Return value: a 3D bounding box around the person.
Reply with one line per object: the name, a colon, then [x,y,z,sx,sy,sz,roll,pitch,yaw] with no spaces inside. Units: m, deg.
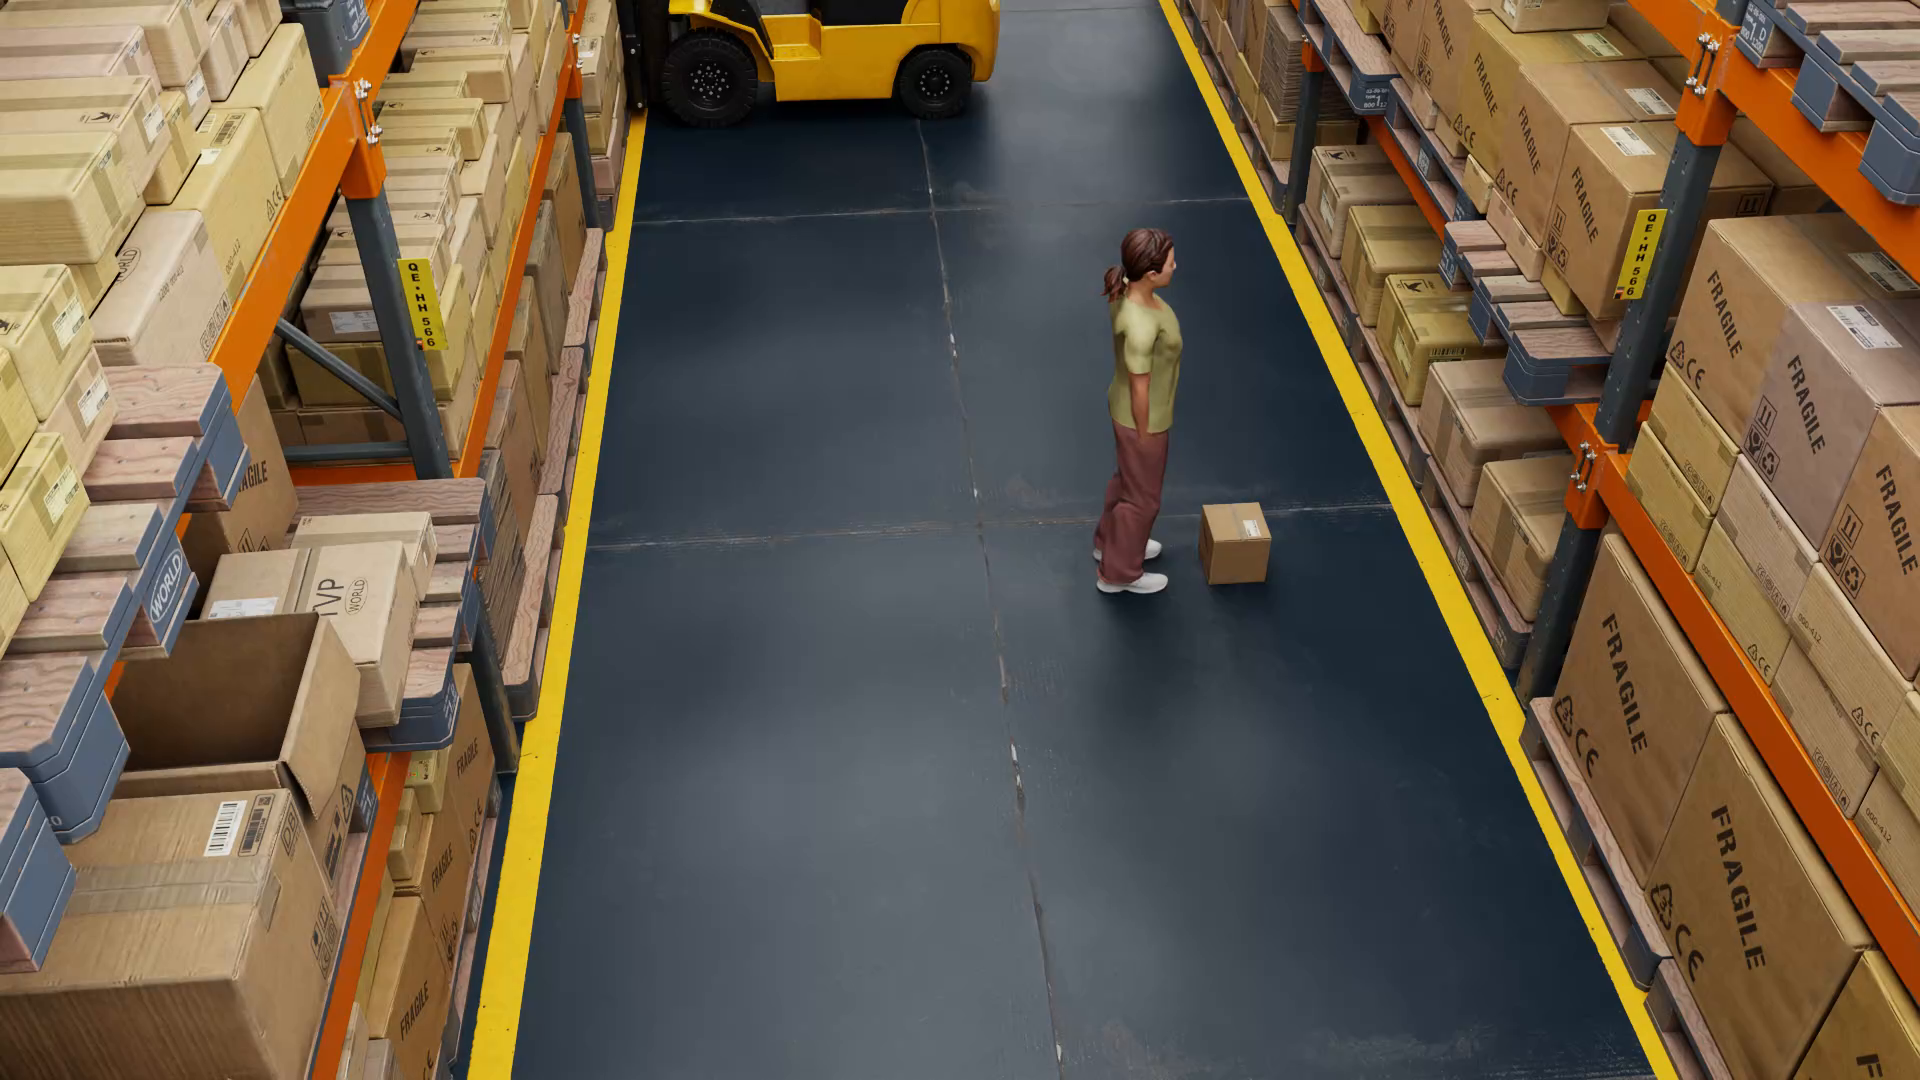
person: [0.721,-0.520,6.798,0.365,1.670,0.442,-2,39,-3]
